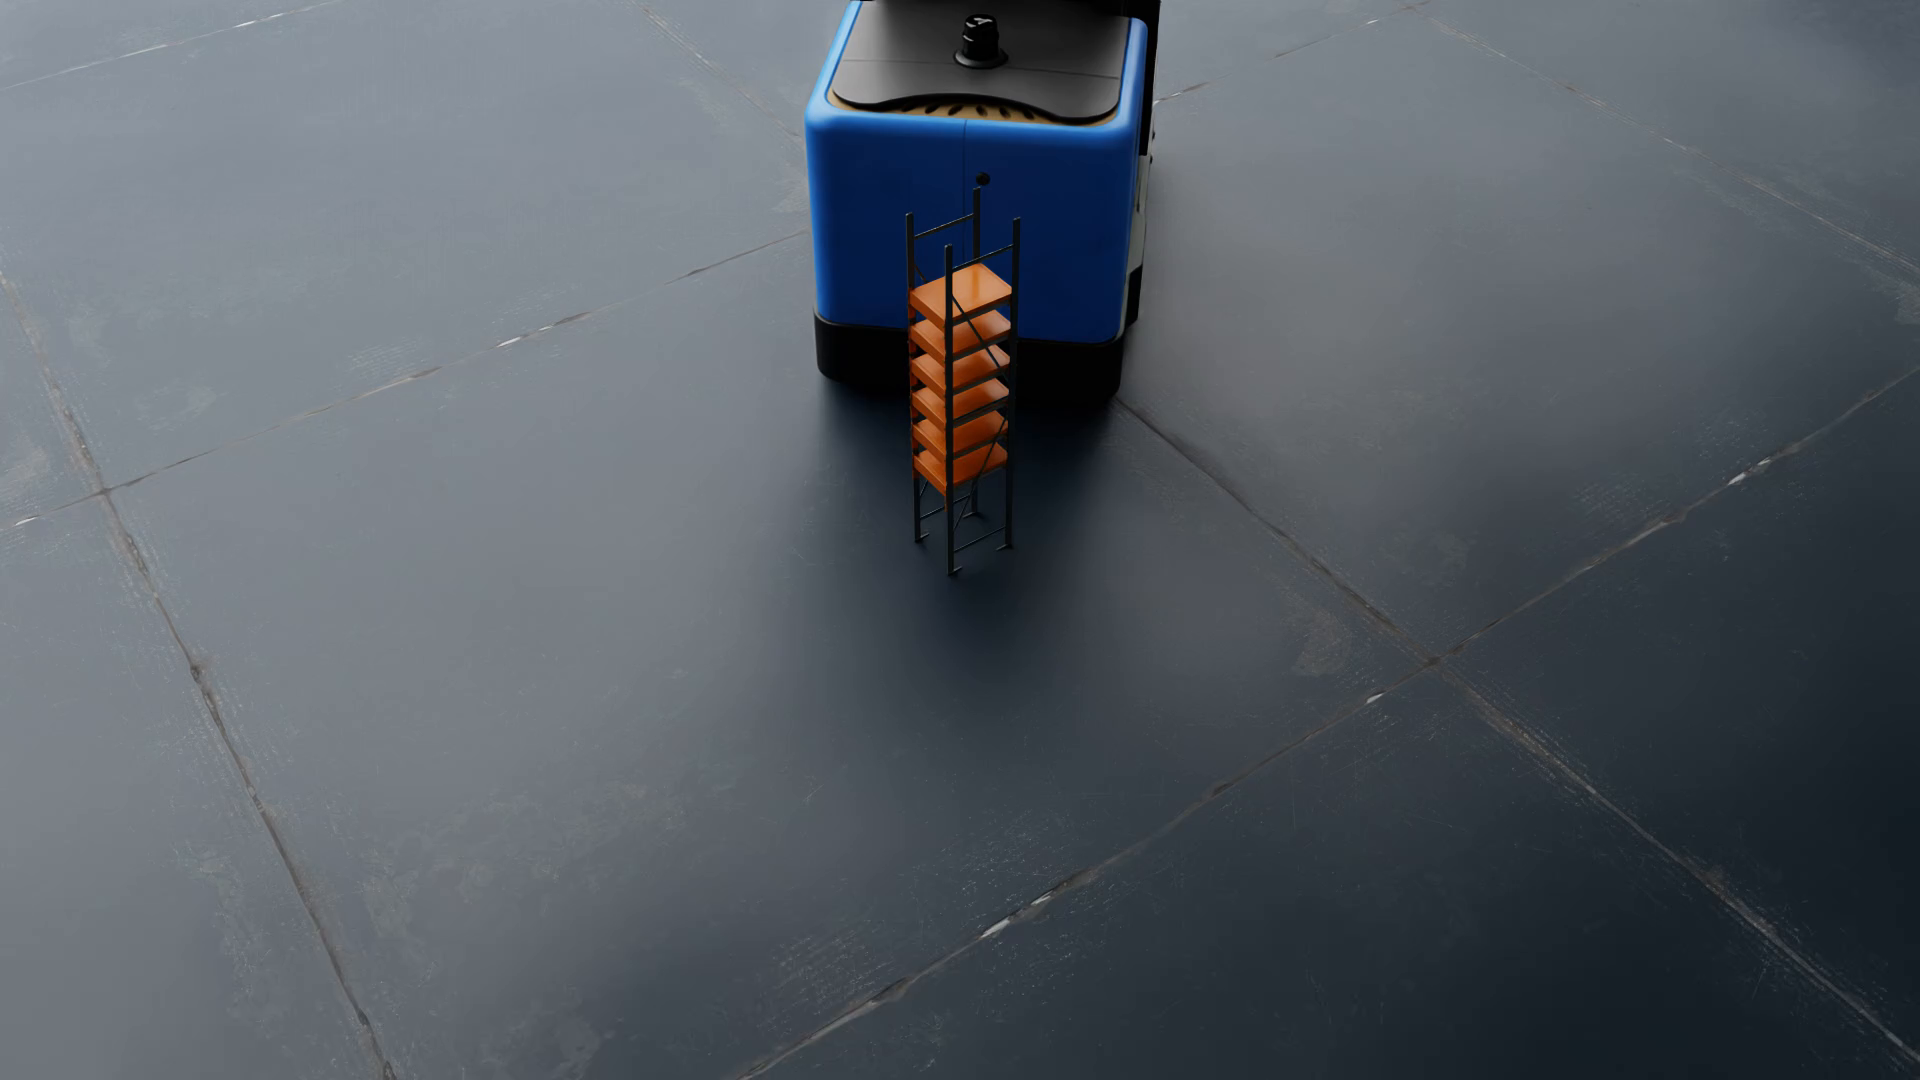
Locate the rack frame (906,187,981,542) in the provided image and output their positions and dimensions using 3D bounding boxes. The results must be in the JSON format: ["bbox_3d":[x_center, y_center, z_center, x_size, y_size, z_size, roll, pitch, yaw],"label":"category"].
[{"bbox_3d":[-0.044,-0.478,4.881,0.240,1.200,0.006,-26,49,-24],"label":"rack frame"}]

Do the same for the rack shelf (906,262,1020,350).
[{"bbox_3d":[0.008,-0.654,4.609,0.258,0.103,0.180,-26,49,-24],"label":"rack shelf"}]

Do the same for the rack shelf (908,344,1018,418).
[{"bbox_3d":[0.008,-0.480,4.775,0.258,0.103,0.180,-26,49,-24],"label":"rack shelf"}]

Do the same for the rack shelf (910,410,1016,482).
[{"bbox_3d":[0.008,-0.307,4.941,0.258,0.103,0.180,-26,49,-24],"label":"rack shelf"}]

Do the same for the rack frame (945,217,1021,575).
[{"bbox_3d":[0.061,-0.374,4.773,0.240,1.200,0.006,-26,49,-24],"label":"rack frame"}]

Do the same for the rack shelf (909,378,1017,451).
[{"bbox_3d":[0.008,-0.394,4.858,0.258,0.103,0.180,-26,49,-24],"label":"rack shelf"}]

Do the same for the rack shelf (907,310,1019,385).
[{"bbox_3d":[0.008,-0.567,4.692,0.258,0.103,0.180,-26,49,-24],"label":"rack shelf"}]

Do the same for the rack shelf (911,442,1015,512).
[{"bbox_3d":[0.008,-0.220,5.024,0.258,0.103,0.180,-26,49,-24],"label":"rack shelf"}]

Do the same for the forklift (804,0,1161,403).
[{"bbox_3d":[0.215,-2.547,5.796,1.130,2.935,3.031,5,44,6],"label":"forklift"}]

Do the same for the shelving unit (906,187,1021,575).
[{"bbox_3d":[0.008,-0.426,4.827,0.258,1.200,0.189,-26,49,-24],"label":"shelving unit"}]
